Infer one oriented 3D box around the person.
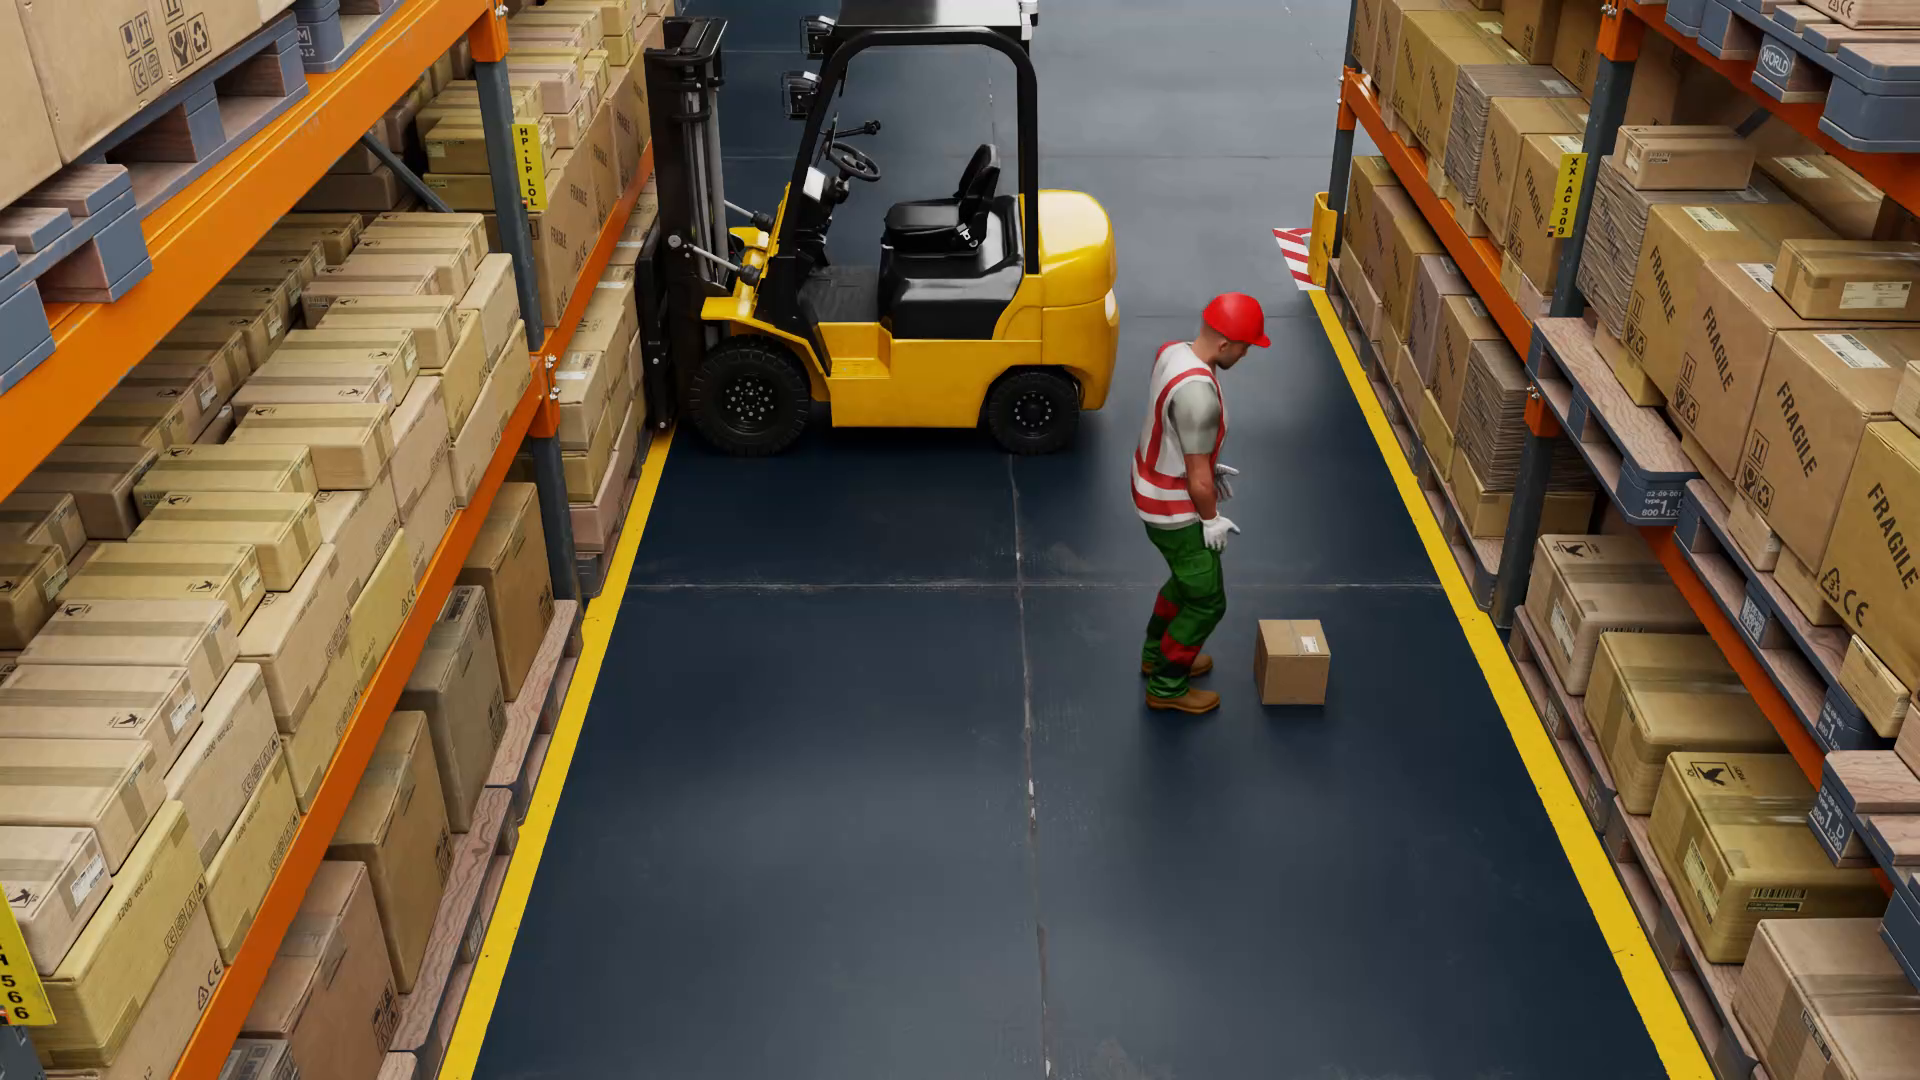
[{"bbox_3d":[0.897,-0.148,6.421,0.477,1.725,0.547,1,31,1],"label":"person"}]
